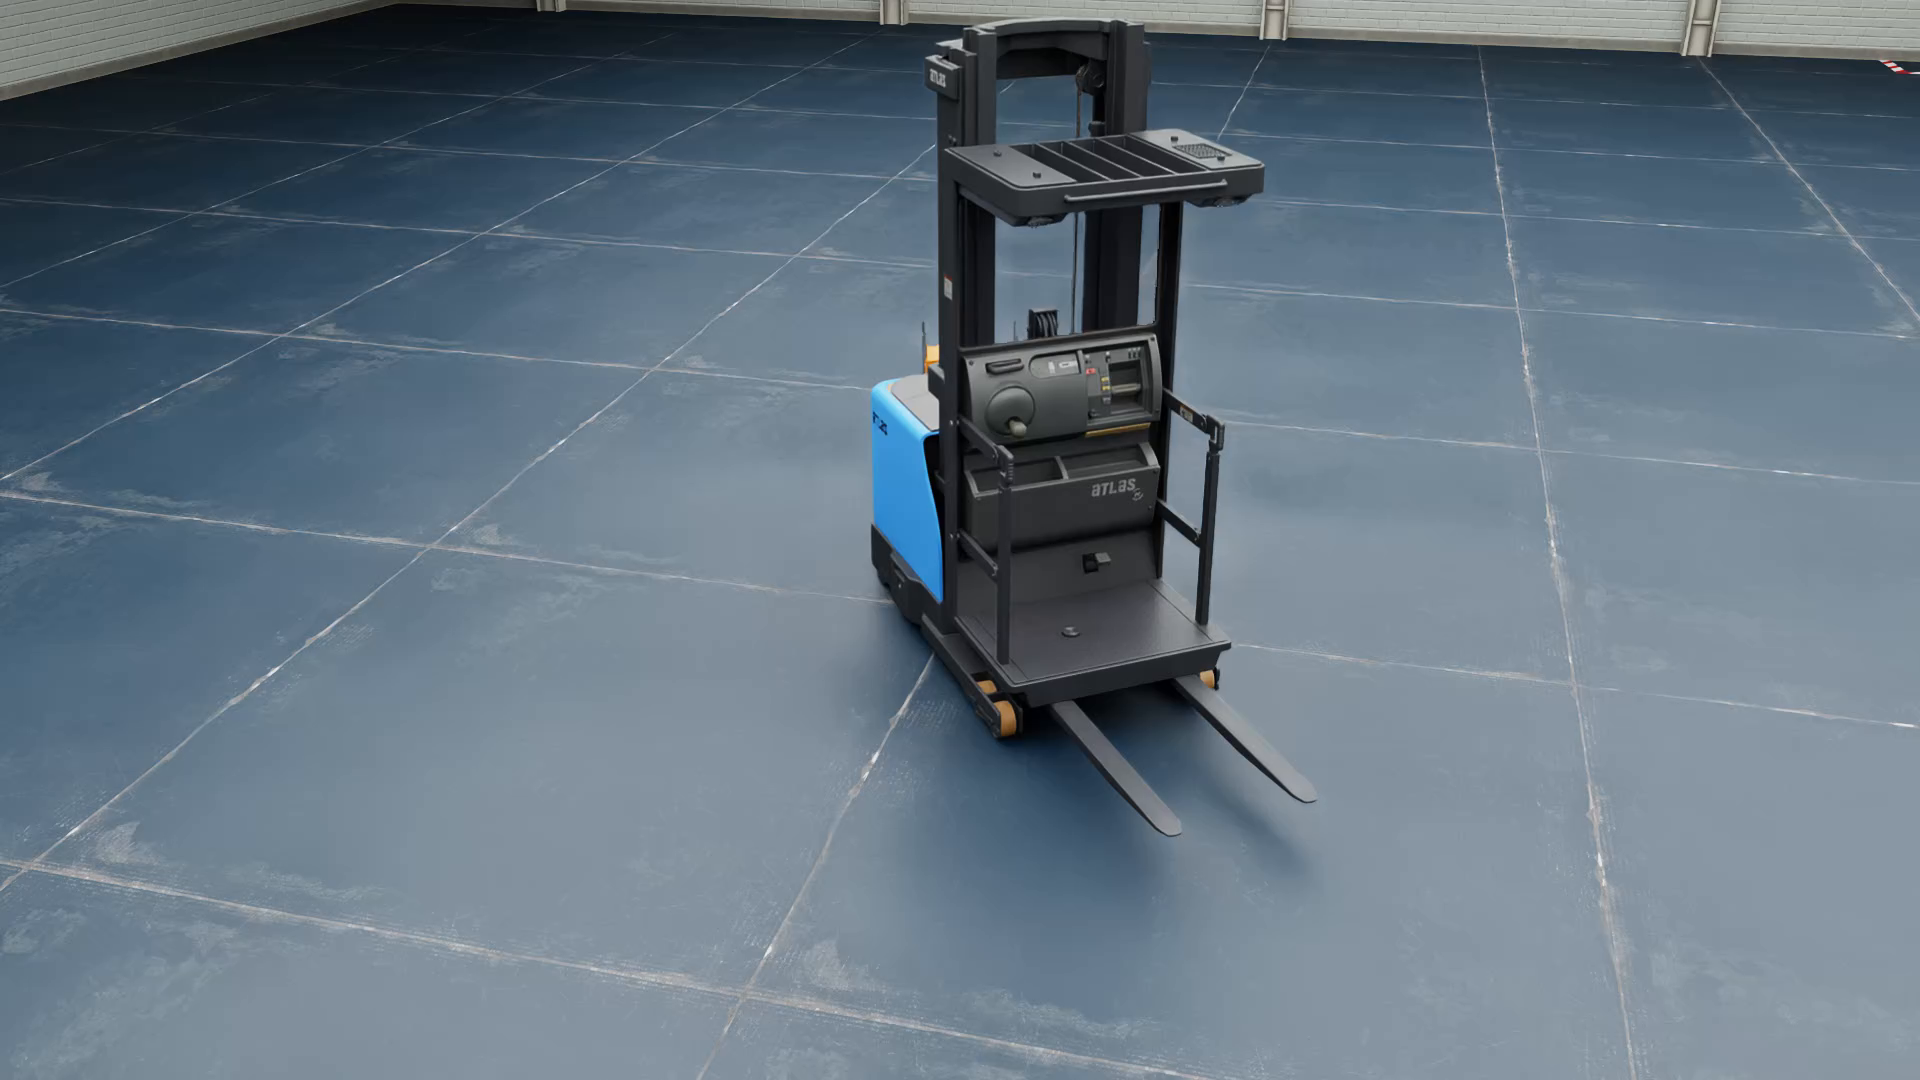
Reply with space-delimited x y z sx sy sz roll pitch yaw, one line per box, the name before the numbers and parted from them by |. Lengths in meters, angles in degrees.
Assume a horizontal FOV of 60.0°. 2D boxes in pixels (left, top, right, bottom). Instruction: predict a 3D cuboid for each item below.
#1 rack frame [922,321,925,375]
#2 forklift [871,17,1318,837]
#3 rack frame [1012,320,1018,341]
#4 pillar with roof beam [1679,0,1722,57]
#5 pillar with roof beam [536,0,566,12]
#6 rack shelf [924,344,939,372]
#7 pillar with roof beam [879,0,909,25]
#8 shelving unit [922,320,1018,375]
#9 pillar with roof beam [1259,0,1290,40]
rack frame | -0.195 -0.584 9.082 0.015 1.200 0.240 -1 25 -1
forklift | 0.548 -0.648 7.201 1.130 2.935 3.031 -10 27 -20
rack frame | 0.293 -0.589 9.092 0.015 1.200 0.240 -1 25 -1
pillar with roof beam | 9.501 -9.255 18.220 0.400 9.000 9.100 6 26 13
pillar with roof beam | -7.932 -11.182 22.268 0.400 9.000 9.100 6 26 13
rack shelf | 0.049 -0.942 8.918 0.480 0.148 0.258 -1 25 -1
pillar with roof beam | -2.121 -10.539 20.919 0.400 9.000 9.100 6 26 13
shelving unit | 0.049 -0.587 9.087 0.503 1.200 0.258 -1 25 -1
pillar with roof beam | 3.690 -9.897 19.569 0.400 9.000 9.100 6 26 13
